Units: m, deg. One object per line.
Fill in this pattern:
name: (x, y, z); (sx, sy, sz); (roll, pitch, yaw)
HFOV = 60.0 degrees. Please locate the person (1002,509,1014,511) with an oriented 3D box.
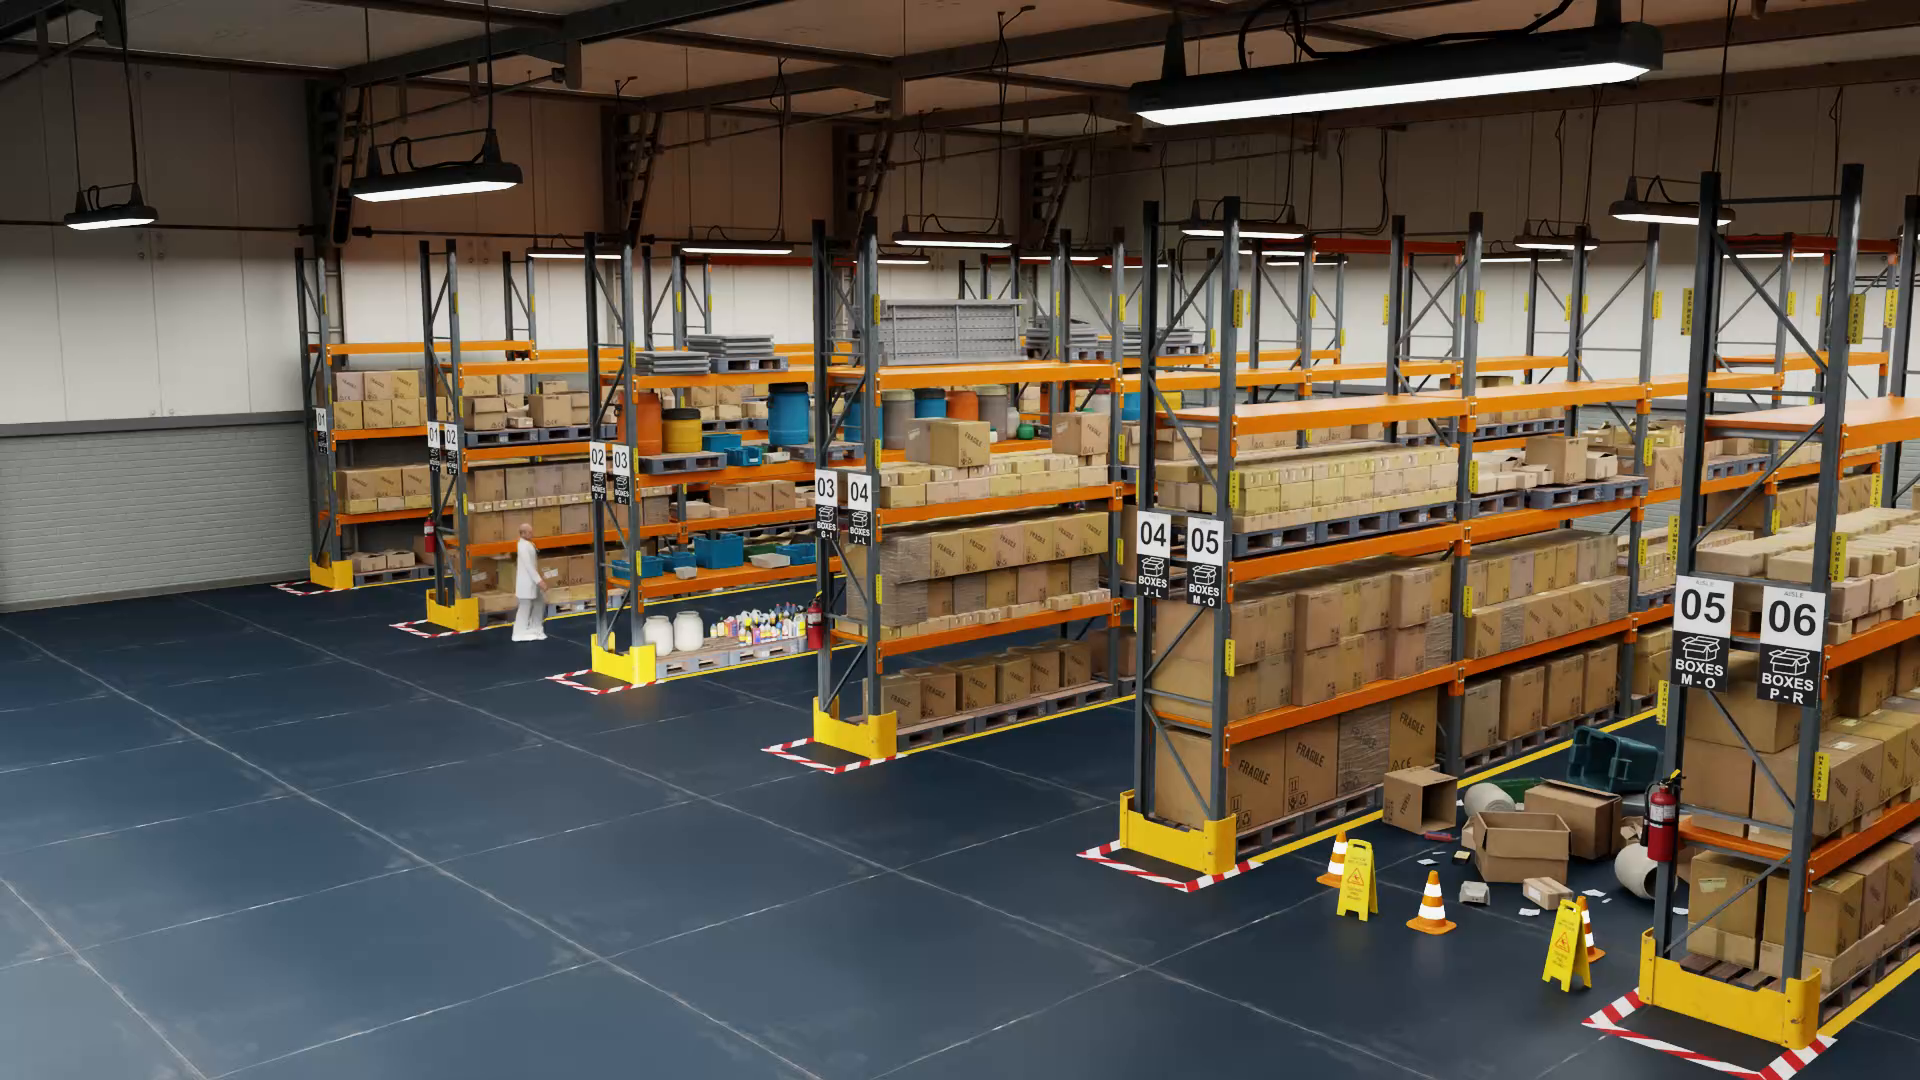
person: (0.784, 0.380, 25.555); (0.410, 1.787, 0.597); (1, 8, 9)

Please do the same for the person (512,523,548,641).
person: (-6.468, 0.660, 24.944); (0.553, 1.842, 0.692); (-2, 9, -15)

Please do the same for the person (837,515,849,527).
person: (-2.530, -0.860, 35.125); (0.690, 1.721, 0.996); (7, 11, 38)
